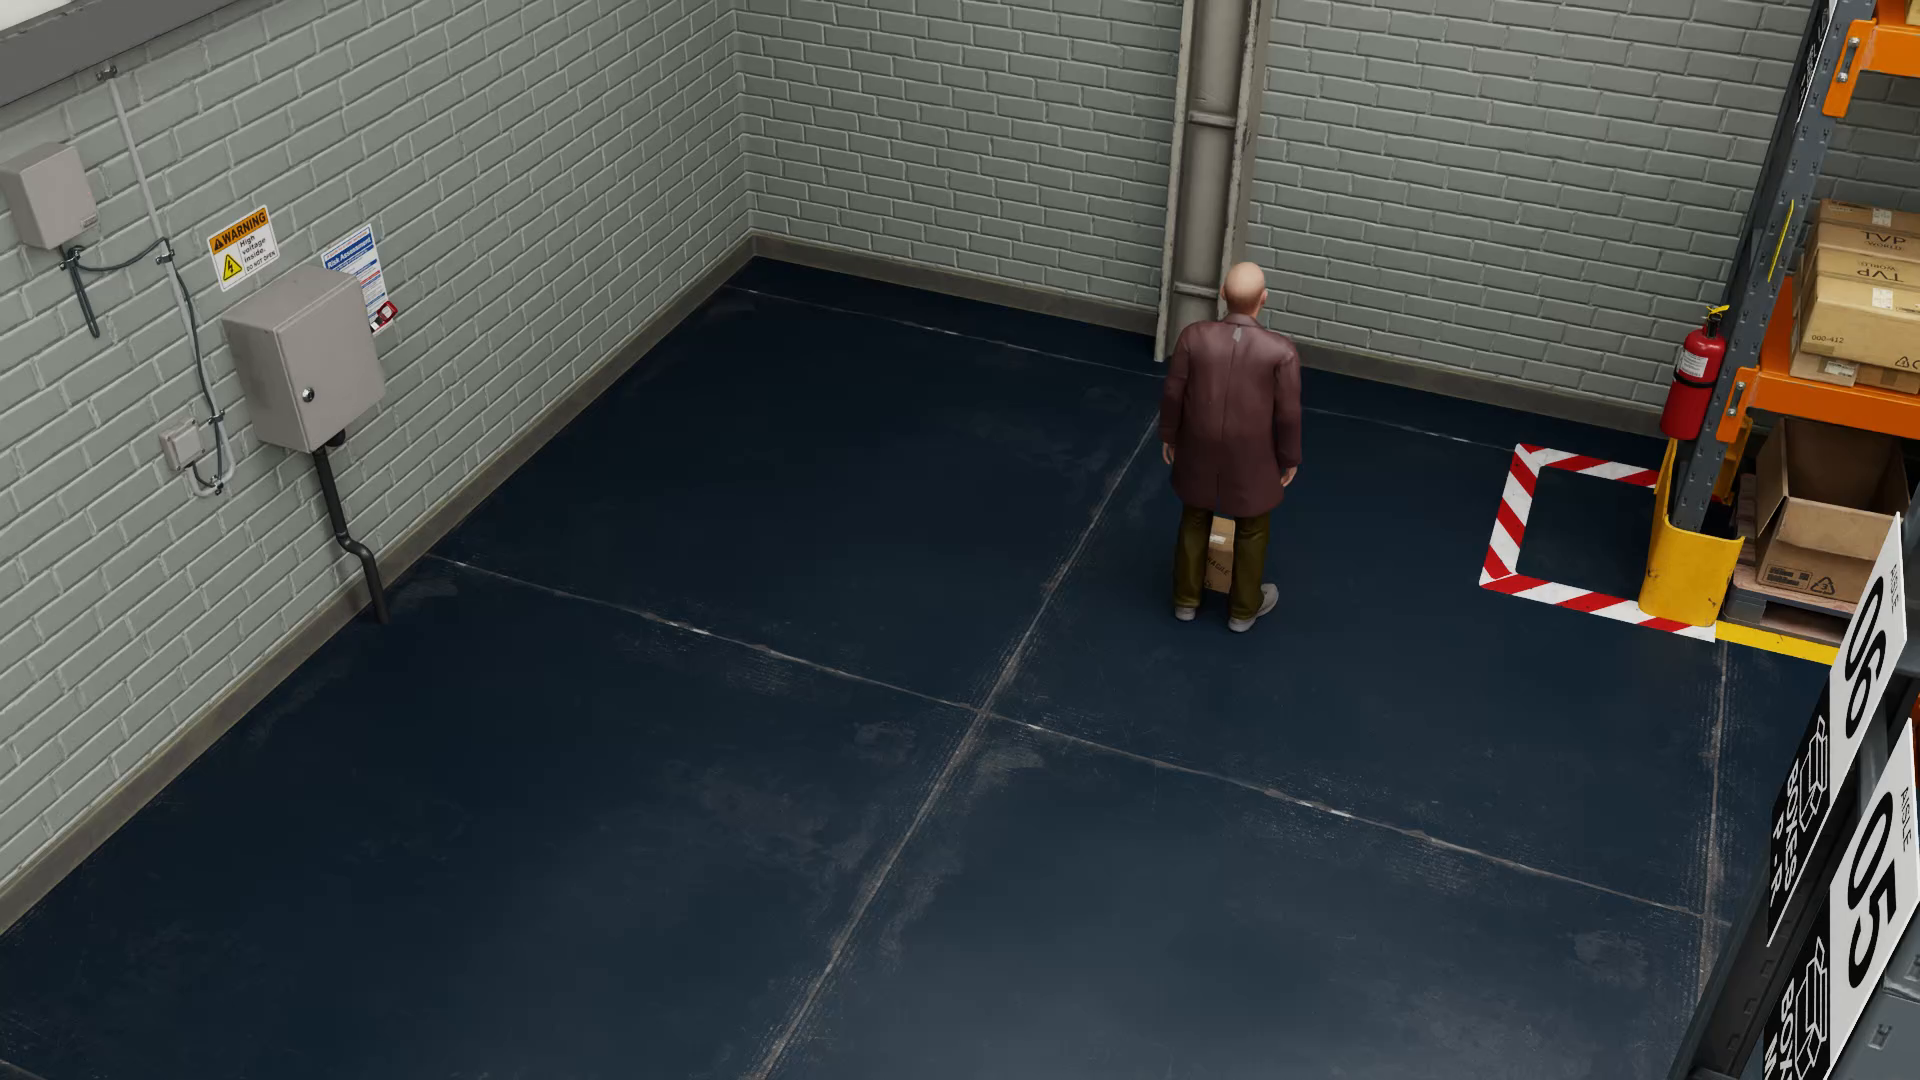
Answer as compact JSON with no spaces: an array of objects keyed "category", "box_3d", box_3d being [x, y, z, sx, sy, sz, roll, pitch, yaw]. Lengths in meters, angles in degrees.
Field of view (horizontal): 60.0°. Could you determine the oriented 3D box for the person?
[{"category":"person","box_3d":[1.189,-0.394,7.356,0.645,1.774,0.420,14,39,17]}]
